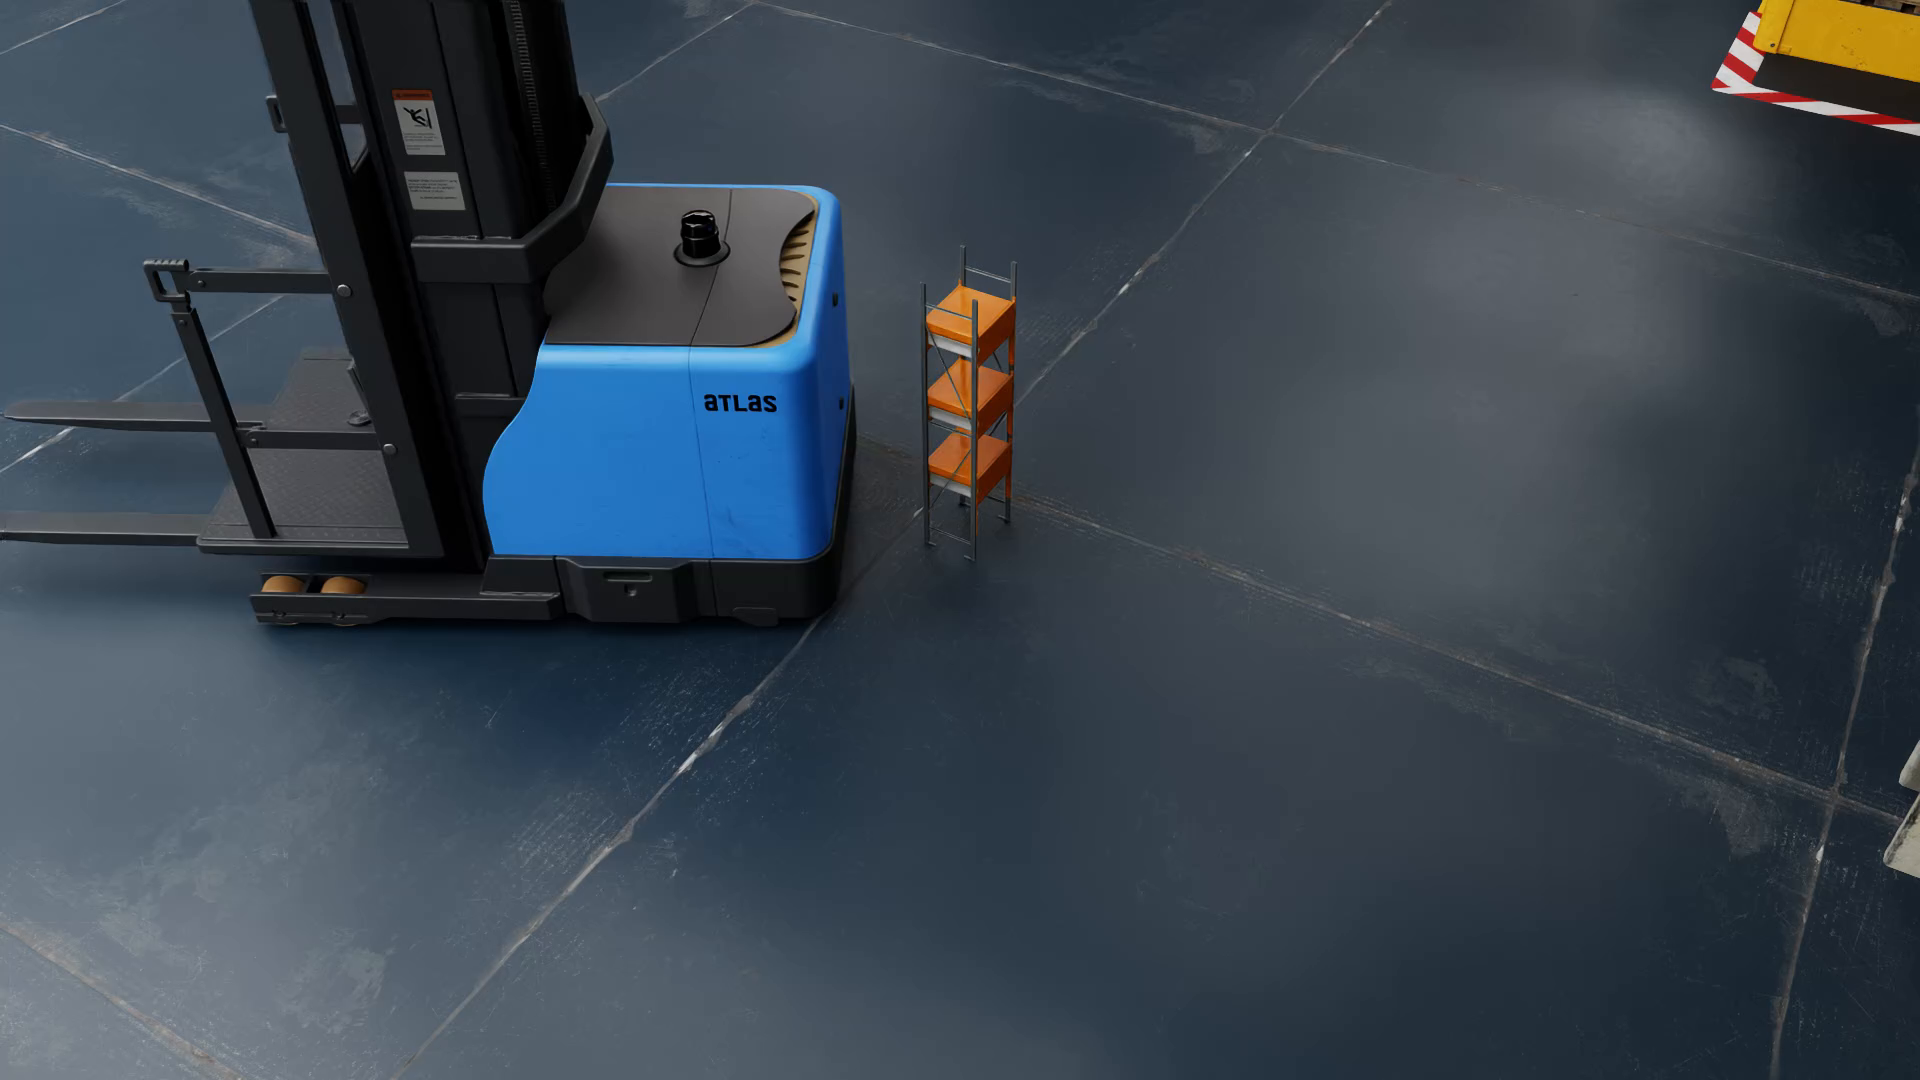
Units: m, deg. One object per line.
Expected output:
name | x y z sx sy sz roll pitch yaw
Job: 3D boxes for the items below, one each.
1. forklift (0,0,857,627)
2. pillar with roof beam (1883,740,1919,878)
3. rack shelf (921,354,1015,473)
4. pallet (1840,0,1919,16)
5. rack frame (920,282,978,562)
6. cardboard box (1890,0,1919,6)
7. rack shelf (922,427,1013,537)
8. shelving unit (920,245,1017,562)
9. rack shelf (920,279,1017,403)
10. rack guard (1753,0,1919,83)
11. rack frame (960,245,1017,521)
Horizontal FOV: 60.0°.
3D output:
forklift | -1.903 -1.167 4.857 3.031 2.935 1.130 1 41 1
pillar with roof beam | -0.881 -3.946 3.422 9.100 9.000 0.400 21 45 22
rack shelf | 0.027 -0.417 5.445 0.215 0.259 0.240 21 45 22
pallet | 5.066 -3.009 9.007 1.003 0.211 1.213 21 45 22
rack frame | -0.034 -0.355 5.359 0.200 1.050 0.008 21 45 22
cardboard box | 5.135 -2.946 8.588 0.500 0.250 0.500 21 46 22
rack shelf | 0.027 -0.208 5.628 0.215 0.259 0.240 21 45 22
shelving unit | 0.027 -0.425 5.438 0.215 1.050 0.252 21 45 22
rack shelf | 0.027 -0.630 5.257 0.215 0.259 0.240 21 45 22
rack guard | 4.708 -2.652 8.383 1.175 0.500 0.348 21 45 22
rack frame | 0.088 -0.494 5.517 0.200 1.050 0.008 21 45 22
